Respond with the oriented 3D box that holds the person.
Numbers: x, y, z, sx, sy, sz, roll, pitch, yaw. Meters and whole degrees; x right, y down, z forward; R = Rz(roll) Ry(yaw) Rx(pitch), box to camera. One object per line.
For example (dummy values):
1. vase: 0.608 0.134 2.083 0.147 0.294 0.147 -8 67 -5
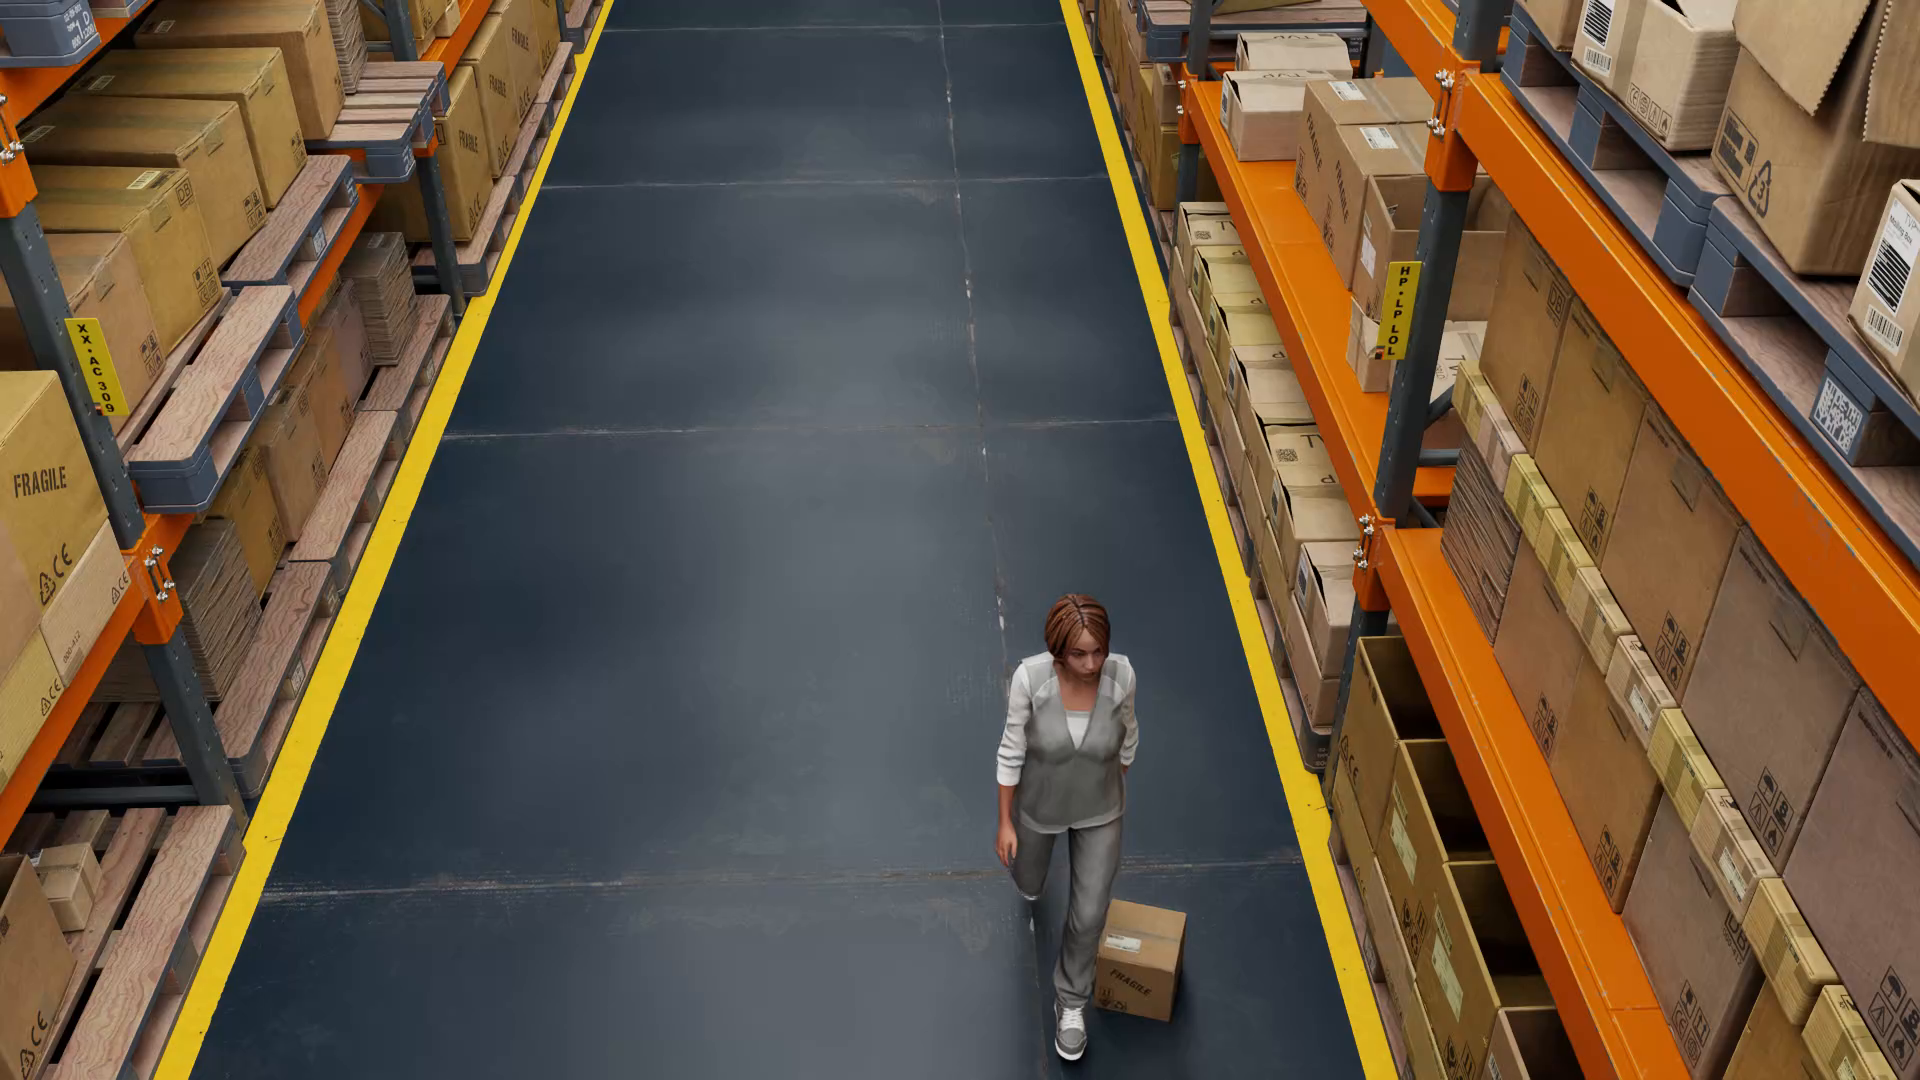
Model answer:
1. person: 0.321 0.765 5.076 0.433 1.560 0.837 0 36 0
